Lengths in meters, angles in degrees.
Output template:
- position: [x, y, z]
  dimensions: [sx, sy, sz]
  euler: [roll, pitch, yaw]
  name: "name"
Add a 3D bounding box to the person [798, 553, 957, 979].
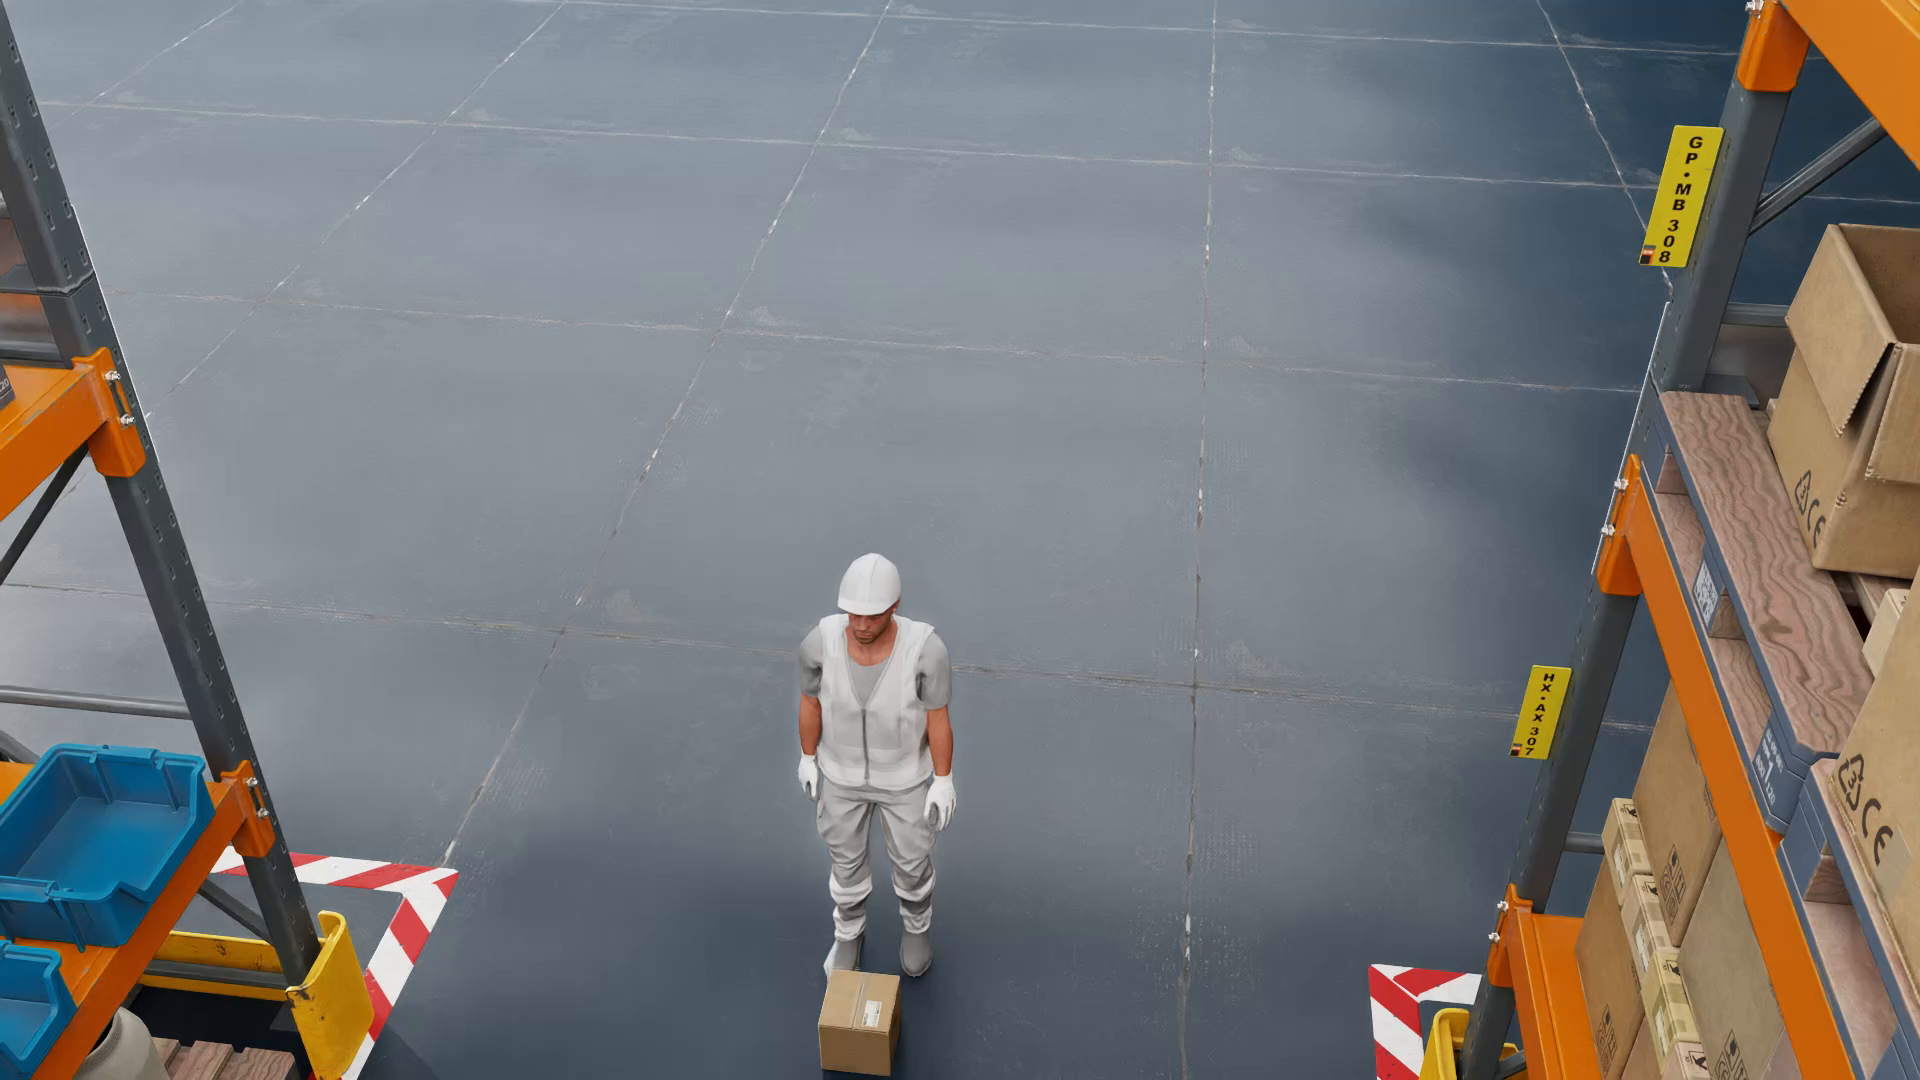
- position: [-0.297, 0.840, 5.847]
  dimensions: [0.587, 1.809, 0.429]
  euler: [5, 36, 7]
  name: "person"
